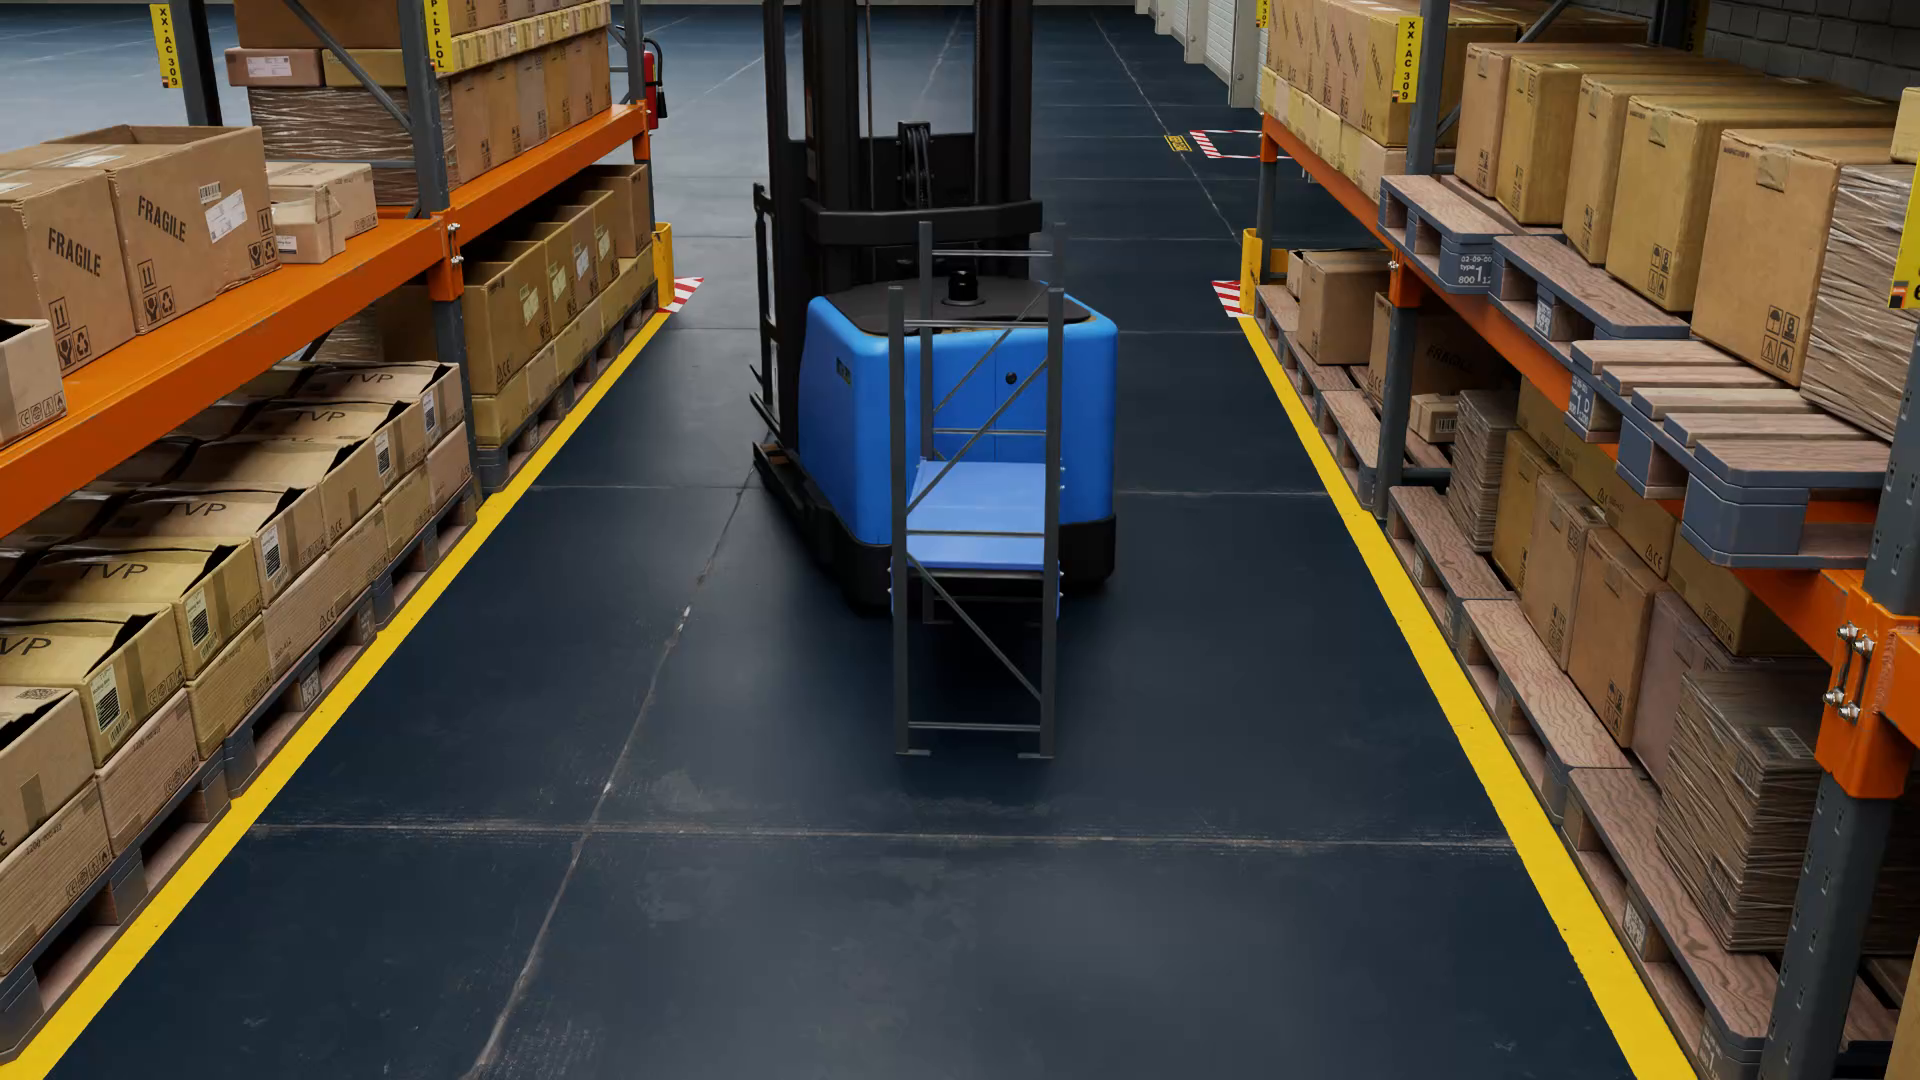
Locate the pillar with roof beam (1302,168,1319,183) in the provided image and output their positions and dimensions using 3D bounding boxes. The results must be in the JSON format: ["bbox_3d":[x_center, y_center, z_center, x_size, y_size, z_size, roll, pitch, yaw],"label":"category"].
[{"bbox_3d":[-0.840,-7.689,14.405,9.100,9.000,0.400,1,21,2],"label":"pillar with roof beam"}]

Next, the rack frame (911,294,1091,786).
[{"bbox_3d":[0.111,0.031,4.875,0.500,1.500,0.032,4,22,11],"label":"rack frame"}]

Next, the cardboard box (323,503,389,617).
[{"bbox_3d":[-2.391,0.062,5.942,0.500,0.250,0.500,1,21,3],"label":"cardboard box"}]

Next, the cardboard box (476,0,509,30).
[{"bbox_3d":[-2.598,-2.720,7.962,0.700,0.500,0.500,1,21,2],"label":"cardboard box"}]

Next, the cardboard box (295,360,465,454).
[{"bbox_3d":[-2.361,-0.570,6.798,0.500,0.311,0.500,1,21,2],"label":"cardboard box"}]

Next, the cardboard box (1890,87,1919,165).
[{"bbox_3d":[2.170,-0.841,3.407,0.380,0.149,0.250,-3,21,-7],"label":"cardboard box"}]

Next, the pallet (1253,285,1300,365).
[{"bbox_3d":[2.375,-1.317,10.131,1.003,0.211,1.213,1,21,2],"label":"pallet"}]

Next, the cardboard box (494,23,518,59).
[{"bbox_3d":[-2.399,-2.455,8.174,0.380,0.149,0.250,0,21,0],"label":"cardboard box"}]

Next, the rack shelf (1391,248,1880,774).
[{"bbox_3d":[2.255,-0.433,4.993,1.077,0.370,4.000,1,21,2],"label":"rack shelf"}]

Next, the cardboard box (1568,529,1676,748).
[{"bbox_3d":[2.283,0.289,4.984,0.700,0.500,0.500,1,21,1],"label":"cardboard box"}]

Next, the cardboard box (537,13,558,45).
[{"bbox_3d":[-2.373,-2.732,8.887,0.380,0.149,0.250,1,21,3],"label":"cardboard box"}]

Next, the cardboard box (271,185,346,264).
[{"bbox_3d":[-2.479,-1.162,6.063,0.396,0.266,0.258,0,21,0],"label":"cardboard box"}]

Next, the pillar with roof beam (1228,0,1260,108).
[{"bbox_3d":[-0.657,-9.858,19.996,9.100,9.000,0.400,1,21,2],"label":"pillar with roof beam"}]

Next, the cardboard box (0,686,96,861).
[{"bbox_3d":[-2.448,0.540,3.936,0.500,0.311,0.500,1,21,3],"label":"cardboard box"}]

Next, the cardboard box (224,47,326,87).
[{"bbox_3d":[-2.841,-1.994,6.987,0.380,0.149,0.250,1,21,2],"label":"cardboard box"}]

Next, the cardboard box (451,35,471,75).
[{"bbox_3d":[-2.420,-2.173,7.447,0.380,0.149,0.250,0,21,0],"label":"cardboard box"}]

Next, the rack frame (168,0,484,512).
[{"bbox_3d":[-2.636,-1.545,6.863,1.000,3.000,0.127,1,21,2],"label":"rack frame"}]

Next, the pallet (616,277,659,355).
[{"bbox_3d":[-2.495,-1.414,10.381,1.003,0.211,1.213,1,21,2],"label":"pallet"}]

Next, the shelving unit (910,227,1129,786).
[{"bbox_3d":[0.211,-0.149,5.340,0.538,1.500,1.048,4,22,11],"label":"shelving unit"}]

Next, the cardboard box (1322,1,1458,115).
[{"bbox_3d":[2.057,-2.317,7.998,0.500,0.500,0.500,0,21,0],"label":"cardboard box"}]

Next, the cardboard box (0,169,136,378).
[{"bbox_3d":[-2.723,-0.752,4.682,0.500,0.500,0.500,0,21,-1],"label":"cardboard box"}]

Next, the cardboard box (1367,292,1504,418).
[{"bbox_3d":[2.308,-0.907,8.067,0.500,0.500,0.500,-1,21,-2],"label":"cardboard box"}]

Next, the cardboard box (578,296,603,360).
[{"bbox_3d":[-2.269,-1.165,9.106,0.500,0.250,0.500,1,21,2],"label":"cardboard box"}]

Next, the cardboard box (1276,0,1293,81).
[{"bbox_3d":[2.098,-2.879,9.445,0.500,0.500,0.500,1,21,2],"label":"cardboard box"}]

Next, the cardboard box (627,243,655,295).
[{"bbox_3d":[-2.235,-1.708,10.504,0.500,0.250,0.500,1,21,2],"label":"cardboard box"}]

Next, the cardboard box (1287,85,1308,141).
[{"bbox_3d":[2.082,-2.332,9.073,0.500,0.250,0.500,0,21,1],"label":"cardboard box"}]

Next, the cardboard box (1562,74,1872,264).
[{"bbox_3d":[2.253,-1.119,5.020,0.700,0.500,0.500,4,21,9],"label":"cardboard box"}]

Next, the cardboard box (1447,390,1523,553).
[{"bbox_3d":[2.310,-0.265,6.413,0.700,0.500,0.500,1,21,3],"label":"cardboard box"}]

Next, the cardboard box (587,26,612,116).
[{"bbox_3d":[-2.541,-2.869,10.138,0.700,0.500,0.500,1,21,2],"label":"cardboard box"}]

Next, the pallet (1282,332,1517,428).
[{"bbox_3d":[2.335,-0.877,8.997,1.003,0.211,1.213,1,21,2],"label":"pallet"}]

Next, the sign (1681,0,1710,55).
[{"bbox_3d":[2.871,-2.027,6.505,0.100,0.325,0.005,1,21,2],"label":"sign"}]

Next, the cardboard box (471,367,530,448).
[{"bbox_3d":[-2.318,-0.623,7.708,0.500,0.250,0.500,1,21,2],"label":"cardboard box"}]

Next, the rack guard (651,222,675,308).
[{"bbox_3d":[-2.513,-1.834,11.065,1.175,0.500,0.348,1,21,2],"label":"rack guard"}]

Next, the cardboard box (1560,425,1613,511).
[{"bbox_3d":[2.288,-0.267,5.382,0.500,0.250,0.500,0,21,0],"label":"cardboard box"}]

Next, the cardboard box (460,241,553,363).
[{"bbox_3d":[-2.301,-1.153,8.039,0.500,0.500,0.500,1,21,2],"label":"cardboard box"}]

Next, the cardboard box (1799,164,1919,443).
[{"bbox_3d":[2.199,-0.467,3.340,0.700,0.500,0.500,-2,21,-5],"label":"cardboard box"}]

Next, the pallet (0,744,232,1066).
[{"bbox_3d":[-2.693,0.904,4.406,1.003,0.211,1.213,1,21,2],"label":"pallet"}]

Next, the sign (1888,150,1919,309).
[{"bbox_3d":[1.652,-0.551,2.810,0.100,0.325,0.005,1,21,2],"label":"sign"}]

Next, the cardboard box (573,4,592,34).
[{"bbox_3d":[-2.349,-3.013,9.612,0.380,0.149,0.250,0,21,1],"label":"cardboard box"}]

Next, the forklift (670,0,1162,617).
[{"bbox_3d":[-0.417,-1.569,7.020,1.130,2.935,3.031,-12,24,-29],"label":"forklift"}]

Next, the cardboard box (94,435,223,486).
[{"bbox_3d":[-2.932,-0.205,5.857,0.500,0.311,0.500,0,21,0],"label":"cardboard box"}]

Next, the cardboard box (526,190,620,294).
[{"bbox_3d":[-2.249,-1.696,9.436,0.500,0.500,0.500,1,21,2],"label":"cardboard box"}]

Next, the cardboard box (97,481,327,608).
[{"bbox_3d":[-2.407,-0.020,5.380,0.500,0.311,0.500,0,21,1],"label":"cardboard box"}]

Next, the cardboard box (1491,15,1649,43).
[{"bbox_3d":[2.539,-1.948,7.046,0.500,0.500,0.500,0,21,0],"label":"cardboard box"}]

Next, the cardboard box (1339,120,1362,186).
[{"bbox_3d":[2.051,-1.786,7.664,0.500,0.250,0.500,1,21,2],"label":"cardboard box"}]

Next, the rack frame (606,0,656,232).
[{"bbox_3d":[-2.514,-2.991,10.591,1.000,3.000,0.127,1,21,2],"label":"rack frame"}]

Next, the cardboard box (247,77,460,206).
[{"bbox_3d":[-2.628,-1.752,7.259,0.700,0.500,0.500,0,21,0],"label":"cardboard box"}]

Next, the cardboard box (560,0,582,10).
[{"bbox_3d":[-2.553,-3.264,9.364,0.700,0.500,0.500,0,21,0],"label":"cardboard box"}]

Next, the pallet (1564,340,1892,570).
[{"bbox_3d":[2.109,-0.215,3.701,1.213,0.211,1.003,1,21,2],"label":"pallet"}]

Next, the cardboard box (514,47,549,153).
[{"bbox_3d":[-2.585,-2.309,8.695,0.700,0.500,0.500,1,21,3],"label":"cardboard box"}]

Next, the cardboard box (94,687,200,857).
[{"bbox_3d":[-2.433,0.620,4.506,0.500,0.250,0.500,0,21,0],"label":"cardboard box"}]
